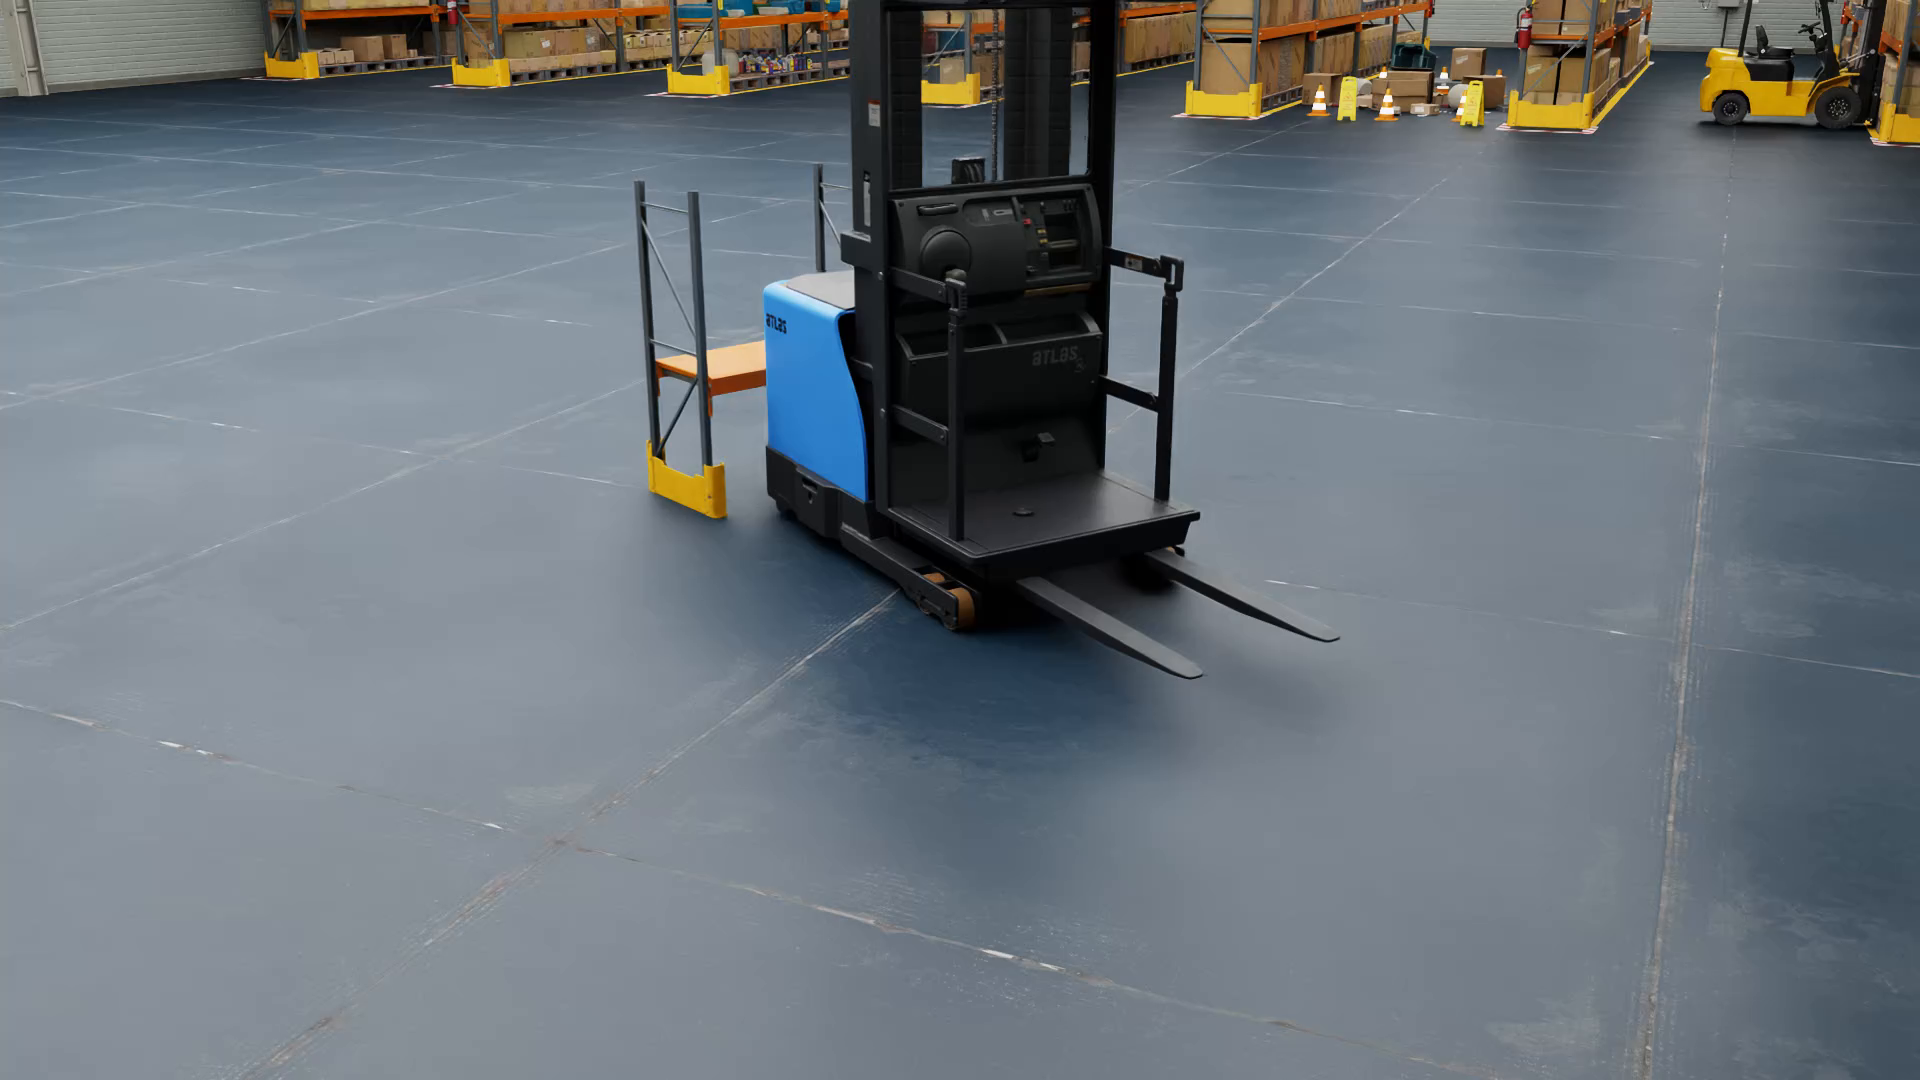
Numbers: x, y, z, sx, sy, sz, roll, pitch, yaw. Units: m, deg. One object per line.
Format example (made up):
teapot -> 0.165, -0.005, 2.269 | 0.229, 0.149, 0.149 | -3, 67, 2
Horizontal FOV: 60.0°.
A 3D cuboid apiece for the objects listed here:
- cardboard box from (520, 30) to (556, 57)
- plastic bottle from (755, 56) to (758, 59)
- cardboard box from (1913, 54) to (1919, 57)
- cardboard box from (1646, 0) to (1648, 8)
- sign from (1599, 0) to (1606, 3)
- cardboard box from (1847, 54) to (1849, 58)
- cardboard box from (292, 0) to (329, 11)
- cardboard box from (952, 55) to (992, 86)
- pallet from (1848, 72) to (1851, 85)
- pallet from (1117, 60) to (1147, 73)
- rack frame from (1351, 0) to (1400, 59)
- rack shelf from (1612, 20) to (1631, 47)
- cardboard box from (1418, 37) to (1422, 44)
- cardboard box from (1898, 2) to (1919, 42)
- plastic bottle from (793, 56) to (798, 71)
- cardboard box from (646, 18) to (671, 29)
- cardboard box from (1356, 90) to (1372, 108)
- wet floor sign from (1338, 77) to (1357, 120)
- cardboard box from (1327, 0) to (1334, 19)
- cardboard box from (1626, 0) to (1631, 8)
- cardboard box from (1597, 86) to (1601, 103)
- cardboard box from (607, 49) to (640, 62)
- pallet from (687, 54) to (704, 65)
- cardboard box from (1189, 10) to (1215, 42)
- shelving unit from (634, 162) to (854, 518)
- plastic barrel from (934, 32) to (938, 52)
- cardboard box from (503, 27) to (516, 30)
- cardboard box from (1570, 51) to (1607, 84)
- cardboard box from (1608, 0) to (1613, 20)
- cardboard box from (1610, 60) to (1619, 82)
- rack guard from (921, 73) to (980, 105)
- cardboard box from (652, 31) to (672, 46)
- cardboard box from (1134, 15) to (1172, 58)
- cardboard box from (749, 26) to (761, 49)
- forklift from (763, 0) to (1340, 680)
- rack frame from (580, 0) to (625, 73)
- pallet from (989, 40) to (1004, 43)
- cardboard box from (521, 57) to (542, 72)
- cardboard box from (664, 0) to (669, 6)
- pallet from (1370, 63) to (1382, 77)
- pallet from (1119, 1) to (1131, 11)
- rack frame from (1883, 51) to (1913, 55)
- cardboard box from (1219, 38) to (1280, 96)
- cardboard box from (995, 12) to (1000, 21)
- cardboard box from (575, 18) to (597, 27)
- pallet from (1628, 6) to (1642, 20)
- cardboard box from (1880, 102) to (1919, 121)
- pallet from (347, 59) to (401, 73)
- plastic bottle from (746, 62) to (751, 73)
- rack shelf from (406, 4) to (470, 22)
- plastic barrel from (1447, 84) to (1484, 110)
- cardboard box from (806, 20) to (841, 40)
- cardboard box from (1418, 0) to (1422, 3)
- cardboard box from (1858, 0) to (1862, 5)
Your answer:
cardboard box -> -8.491, -9.992, 33.446 | 0.500, 0.500, 0.500 | 9, 21, 23
plastic bottle -> -4.046, -9.472, 33.024 | 0.061, 0.283, 0.133 | 10, 22, 25
cardboard box -> 14.910, -7.314, 25.543 | 0.500, 0.250, 0.500 | 9, 21, 24
cardboard box -> 14.532, -11.702, 35.748 | 0.500, 0.500, 0.500 | 9, 21, 23
sign -> 9.262, -7.908, 23.937 | 0.100, 0.325, 0.005 | 9, 21, 23
cardboard box -> 18.318, -9.793, 33.982 | 0.396, 0.266, 0.258 | 9, 22, 25
cardboard box -> -13.341, -11.018, 34.167 | 0.500, 0.250, 0.500 | 8, 21, 21
cardboard box -> 0.211, -8.331, 29.521 | 0.500, 0.500, 0.500 | 15, 25, 37
pallet -> 17.913, -8.996, 32.448 | 1.003, 0.211, 1.213 | 9, 21, 23
pallet -> 3.394, -10.297, 36.108 | 1.003, 0.211, 1.213 | 9, 21, 23
rack frame -> 9.124, -11.892, 36.430 | 1.000, 3.000, 0.127 | 9, 21, 23
rack shelf -> 11.224, -9.070, 29.570 | 1.077, 0.370, 4.000 | 9, 21, 23
cardboard box -> 10.806, -11.909, 39.662 | 0.380, 0.149, 0.250 | 8, 21, 21
cardboard box -> 13.259, -7.129, 22.887 | 0.500, 0.500, 0.500 | 8, 21, 21
plastic bottle -> -3.262, -9.414, 32.860 | 0.061, 0.283, 0.133 | 10, 22, 26
cardboard box -> -8.308, -14.030, 45.546 | 0.700, 0.500, 0.500 | 8, 21, 22
cardboard box -> 6.824, -7.380, 27.823 | 0.396, 0.266, 0.258 | 13, 23, 32
wet floor sign -> 6.005, -6.833, 25.720 | 0.267, 0.644, 0.232 | 5, 20, 13
cardboard box -> 6.515, -9.771, 30.319 | 0.500, 0.500, 0.500 | 9, 21, 23
cardboard box -> 11.807, -9.630, 29.820 | 0.380, 0.149, 0.250 | 9, 21, 24
cardboard box -> 9.778, -7.009, 26.179 | 0.500, 0.250, 0.500 | 10, 22, 26
cardboard box -> -7.281, -10.509, 36.020 | 0.500, 0.250, 0.500 | 8, 21, 21
pallet -> -6.406, -11.180, 38.592 | 1.003, 0.211, 1.213 | 9, 21, 23
cardboard box -> 5.717, -12.538, 40.791 | 0.875, 0.875, 0.875 | 9, 21, 23
shelving unit -> -0.933, -0.999, 8.038 | 1.083, 1.500, 0.587 | -16, 25, -38
plastic barrel -> -0.719, -11.767, 39.167 | 0.421, 0.512, 0.421 | 0, 20, 0
cardboard box -> -11.119, -12.080, 40.033 | 0.700, 0.500, 0.500 | 9, 21, 23
cardboard box -> 9.993, -7.524, 26.506 | 0.500, 0.500, 0.500 | 10, 22, 26
cardboard box -> 10.037, -8.497, 26.293 | 0.500, 0.500, 0.500 | 9, 22, 24
cardboard box -> 11.508, -8.582, 30.419 | 0.950, 0.372, 0.625 | 8, 21, 22
rack guard -> -0.243, -7.780, 28.599 | 1.175, 0.500, 0.348 | 9, 21, 23
cardboard box -> -6.647, -11.247, 37.256 | 0.500, 0.311, 0.500 | 9, 22, 24
cardboard box -> 4.031, -11.328, 37.390 | 1.225, 0.875, 0.875 | 8, 21, 21
cardboard box -> -5.167, -12.184, 40.325 | 0.500, 0.500, 0.500 | 8, 21, 22
forklift -> 0.274, -1.205, 6.484 | 1.130, 2.935, 3.031 | -11, 22, -29
rack frame -> -7.672, -11.518, 35.379 | 1.000, 3.000, 0.127 | 9, 21, 23
pallet -> 1.387, -12.945, 43.553 | 1.003, 0.211, 1.213 | 9, 21, 23
cardboard box -> -8.686, -9.484, 33.137 | 0.500, 0.250, 0.500 | 9, 21, 23
cardboard box -> -6.706, -12.273, 37.352 | 0.500, 0.500, 0.500 | 7, 21, 20
pallet -> 8.308, -9.965, 35.175 | 1.003, 0.211, 1.213 | 9, 21, 23
pallet -> 2.808, -11.057, 34.370 | 1.213, 0.211, 1.003 | 9, 21, 23
rack frame -> 14.935, -8.118, 25.818 | 1.000, 3.000, 0.127 | 9, 21, 23
cardboard box -> 4.786, -7.906, 27.766 | 0.875, 0.875, 0.875 | 8, 21, 22
cardboard box -> 0.489, -9.174, 29.162 | 0.380, 0.149, 0.250 | 9, 21, 23
cardboard box -> -9.769, -13.078, 42.347 | 0.750, 0.750, 0.750 | 8, 21, 22
pallet -> 11.849, -9.698, 30.547 | 1.213, 0.211, 1.003 | 9, 21, 23
cardboard box -> 13.202, -5.984, 23.296 | 0.500, 0.250, 0.500 | 9, 21, 23
pallet -> -12.934, -10.298, 36.111 | 1.003, 0.211, 1.213 | 9, 21, 23
plastic bottle -> -4.134, -9.229, 32.462 | 0.097, 0.201, 0.097 | 0, 20, 0
rack shelf -> -11.374, -12.469, 39.127 | 1.077, 0.370, 4.000 | 9, 21, 23
plastic barrel -> 8.232, -7.200, 27.083 | 0.421, 0.421, 0.512 | -9, 22, -24
cardboard box -> -3.631, -13.569, 44.217 | 0.797, 0.503, 0.637 | 9, 21, 23
cardboard box -> 10.578, -12.627, 38.872 | 0.380, 0.149, 0.250 | 9, 22, 24
cardboard box -> 17.276, -10.293, 31.158 | 0.700, 0.500, 0.500 | 8, 21, 22
